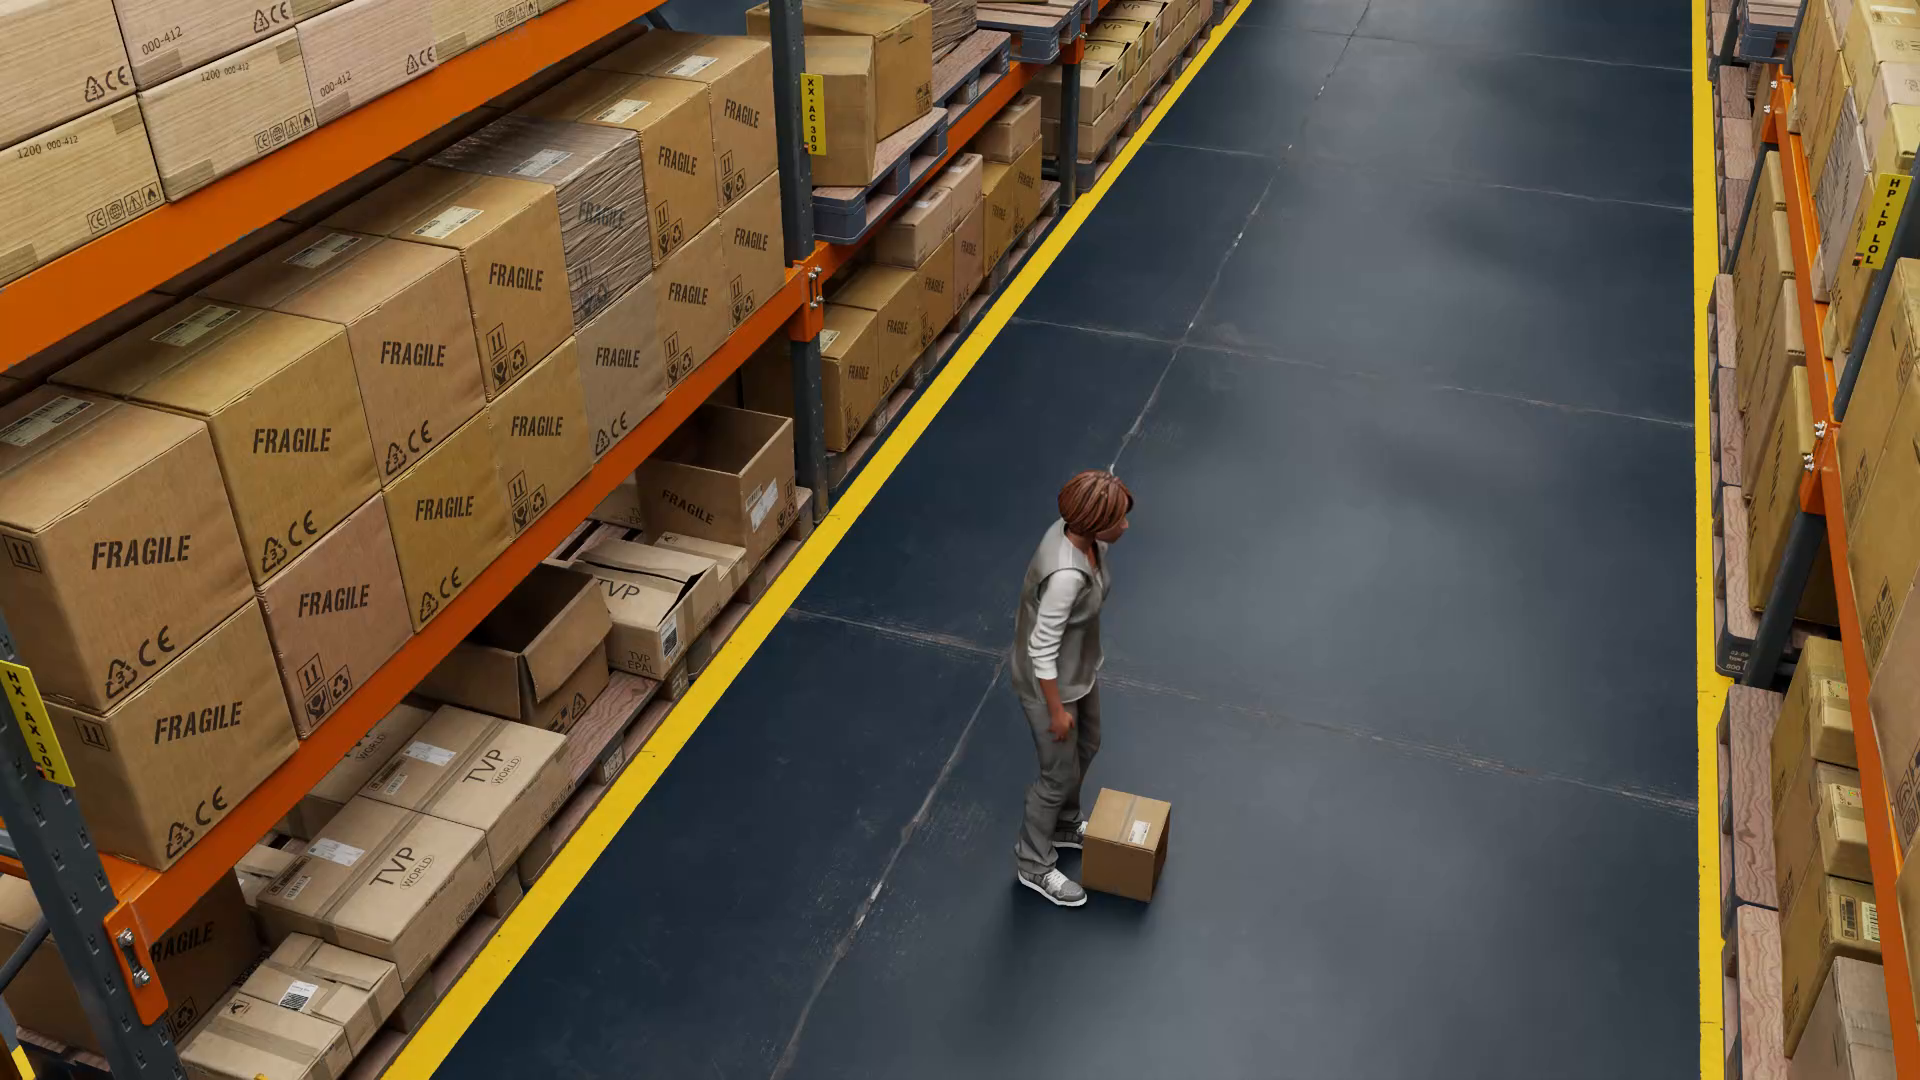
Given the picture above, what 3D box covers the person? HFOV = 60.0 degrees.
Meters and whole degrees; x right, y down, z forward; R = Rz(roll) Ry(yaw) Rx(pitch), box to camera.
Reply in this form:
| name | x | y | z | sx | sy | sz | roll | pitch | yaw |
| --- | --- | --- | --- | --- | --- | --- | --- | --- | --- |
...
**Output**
| name | x | y | z | sx | sy | sz | roll | pitch | yaw |
| --- | --- | --- | --- | --- | --- | --- | --- | --- | --- |
| person | 0.357 | 0.462 | 5.459 | 0.366 | 1.593 | 0.469 | 11 | 35 | 16 |
